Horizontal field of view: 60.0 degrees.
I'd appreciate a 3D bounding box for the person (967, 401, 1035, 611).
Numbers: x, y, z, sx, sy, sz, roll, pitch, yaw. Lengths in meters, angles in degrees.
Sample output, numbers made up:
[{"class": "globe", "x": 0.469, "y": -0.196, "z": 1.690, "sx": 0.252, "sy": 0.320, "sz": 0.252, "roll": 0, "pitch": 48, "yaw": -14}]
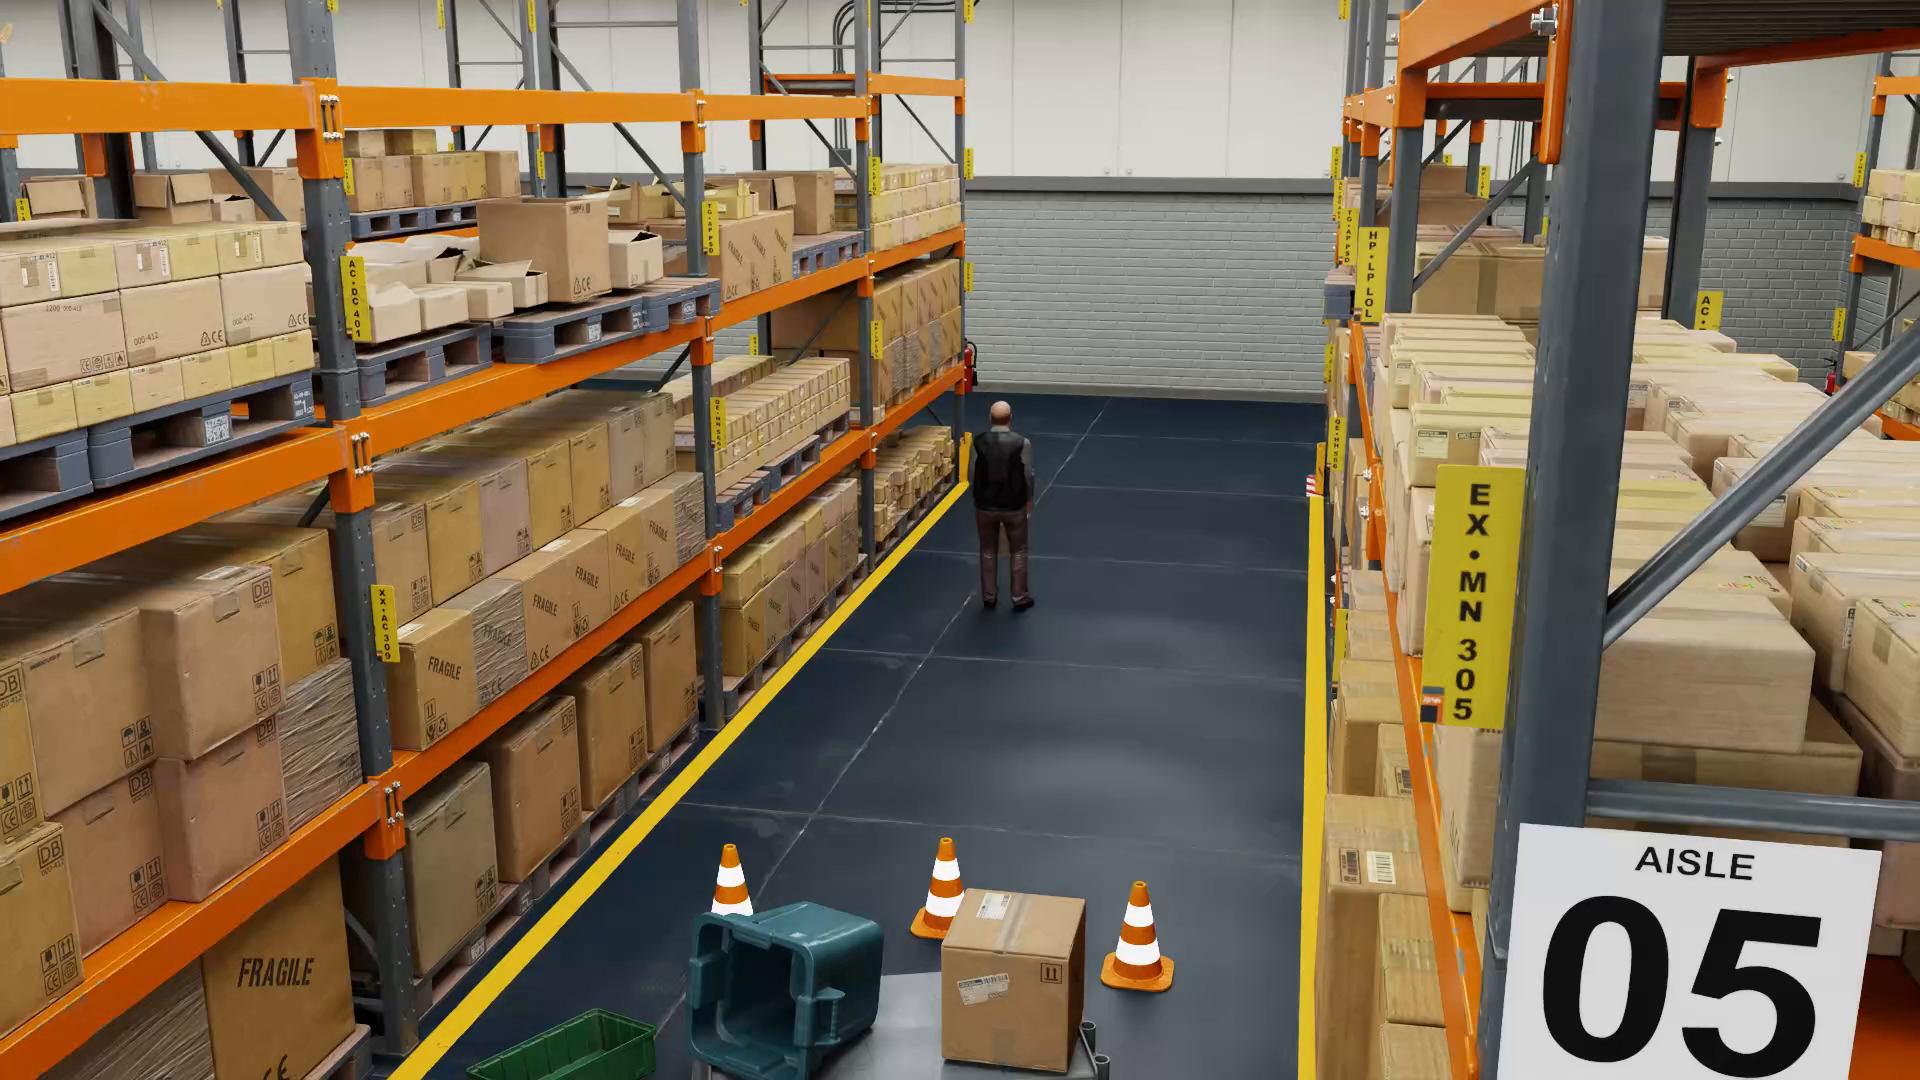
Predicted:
[{"class": "person", "x": 0.345, "y": -0.283, "z": 13.644, "sx": 0.553, "sy": 1.723, "sz": 0.428, "roll": 3, "pitch": 15, "yaw": 10}]
